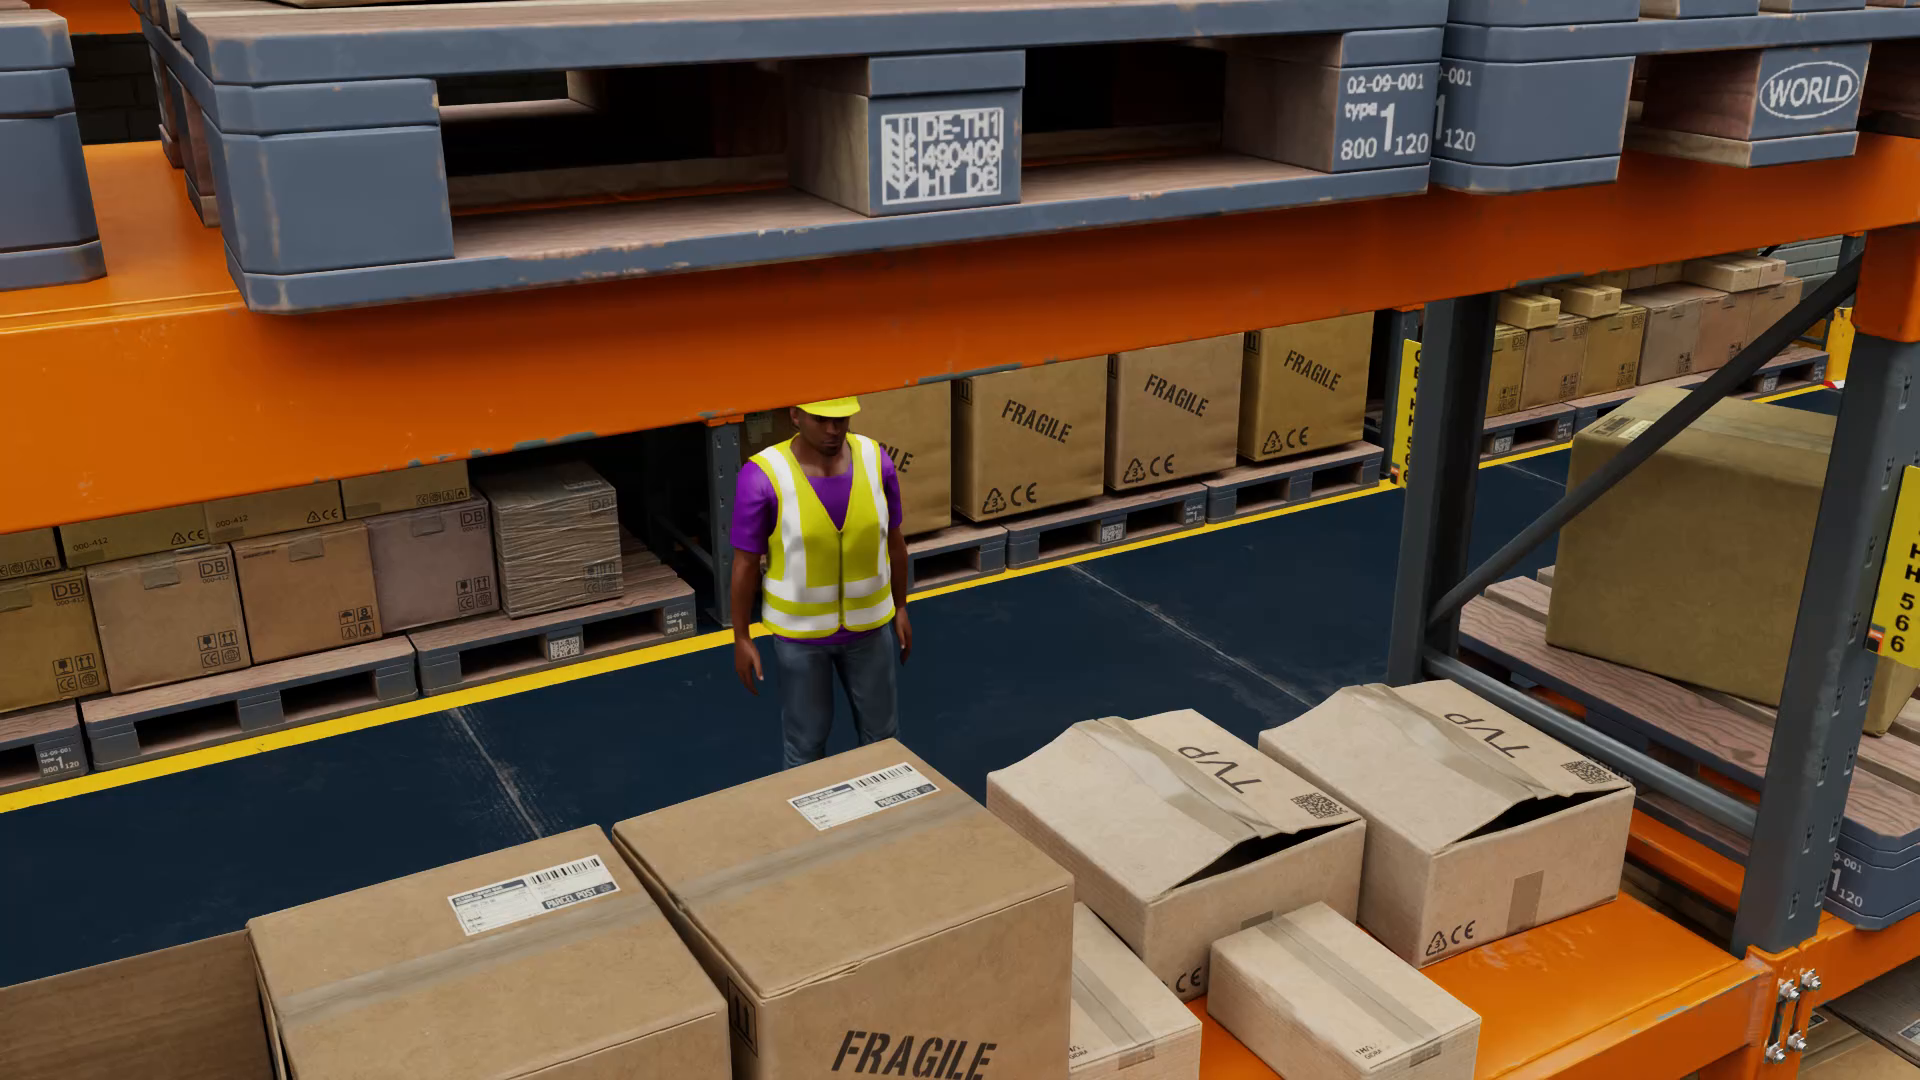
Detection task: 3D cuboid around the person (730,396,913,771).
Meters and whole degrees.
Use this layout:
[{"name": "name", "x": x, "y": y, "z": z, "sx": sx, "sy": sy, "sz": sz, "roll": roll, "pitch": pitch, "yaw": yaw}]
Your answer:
[{"name": "person", "x": -0.422, "y": 0.284, "z": 5.305, "sx": 0.606, "sy": 1.770, "sz": 0.408, "roll": -8, "pitch": 23, "yaw": -20}]
